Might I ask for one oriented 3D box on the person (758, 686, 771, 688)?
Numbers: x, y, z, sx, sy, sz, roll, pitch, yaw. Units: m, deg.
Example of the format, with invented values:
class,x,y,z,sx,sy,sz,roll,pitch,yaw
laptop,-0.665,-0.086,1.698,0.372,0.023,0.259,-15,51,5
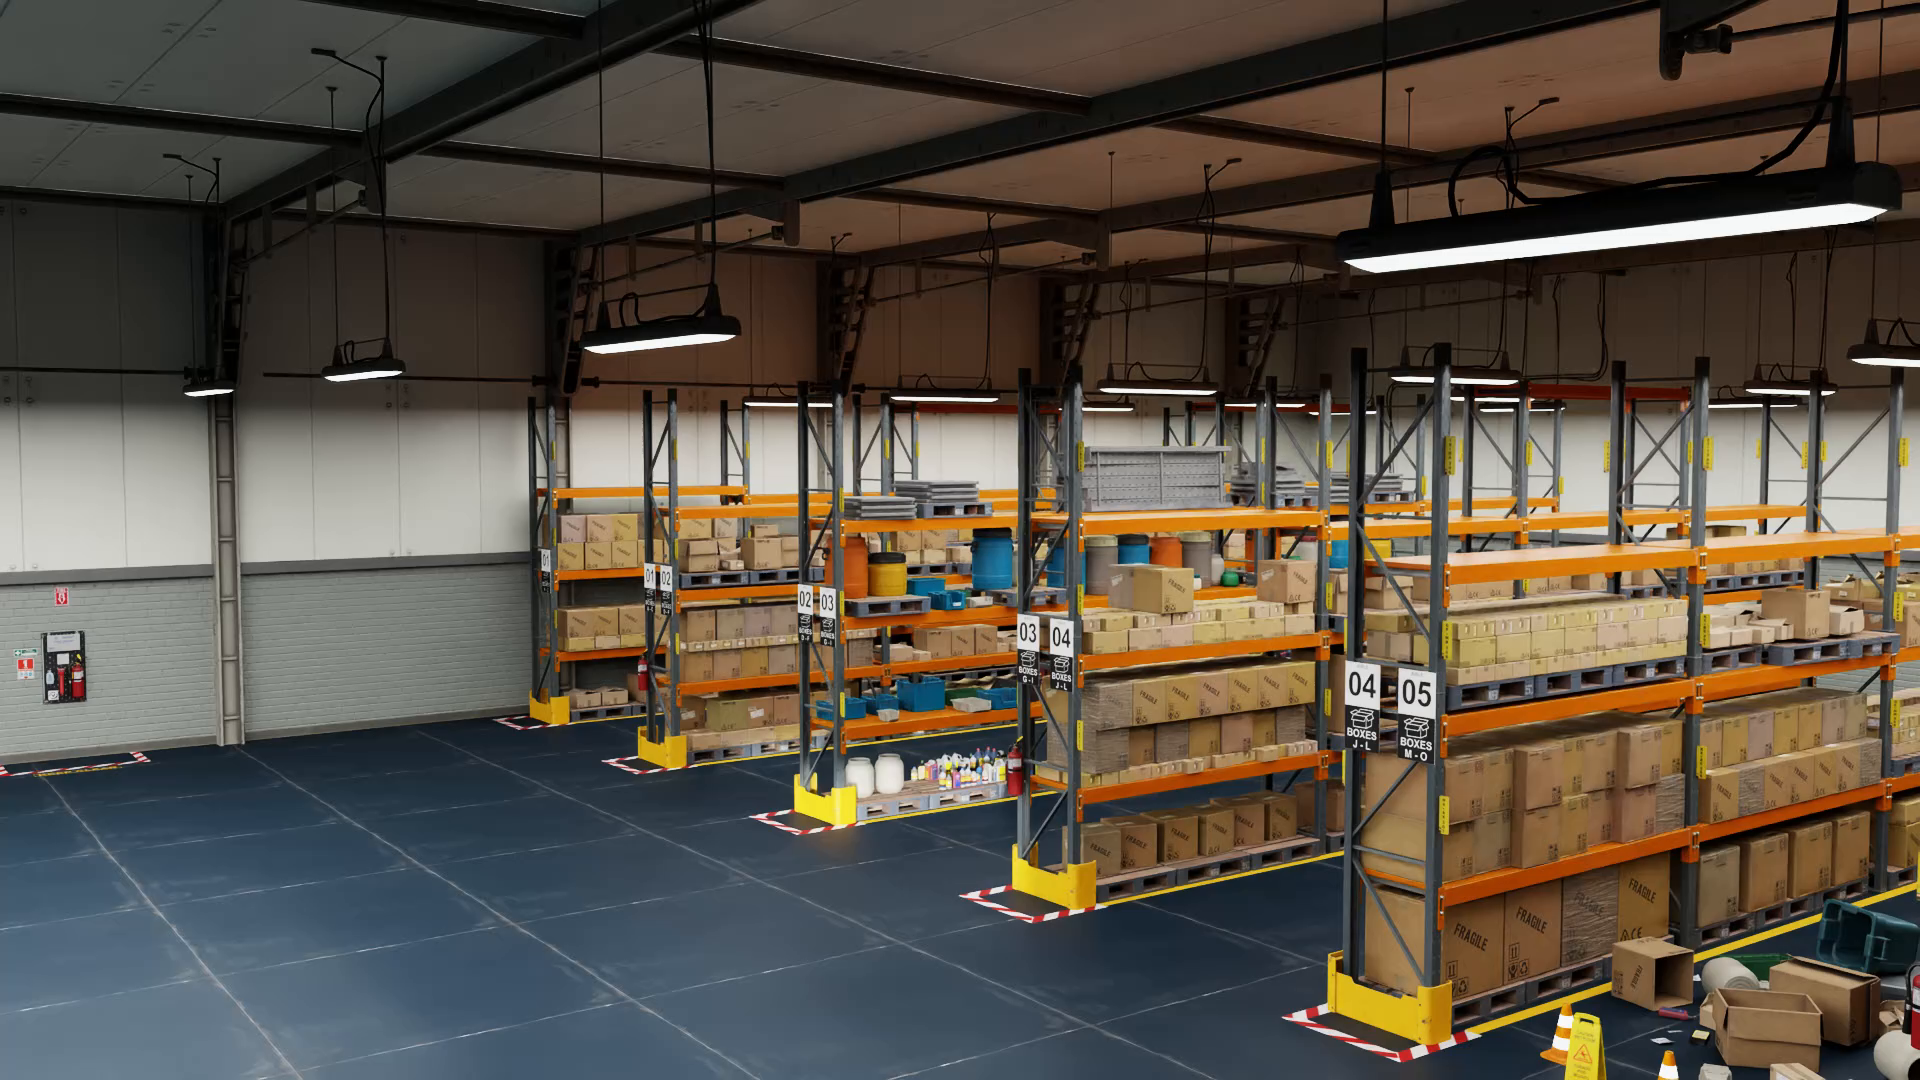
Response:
class,x,y,z,sx,sy,sz,roll,pitch,yaw
person,-3.444,2.579,29.689,0.831,1.675,0.673,-2,4,-35
